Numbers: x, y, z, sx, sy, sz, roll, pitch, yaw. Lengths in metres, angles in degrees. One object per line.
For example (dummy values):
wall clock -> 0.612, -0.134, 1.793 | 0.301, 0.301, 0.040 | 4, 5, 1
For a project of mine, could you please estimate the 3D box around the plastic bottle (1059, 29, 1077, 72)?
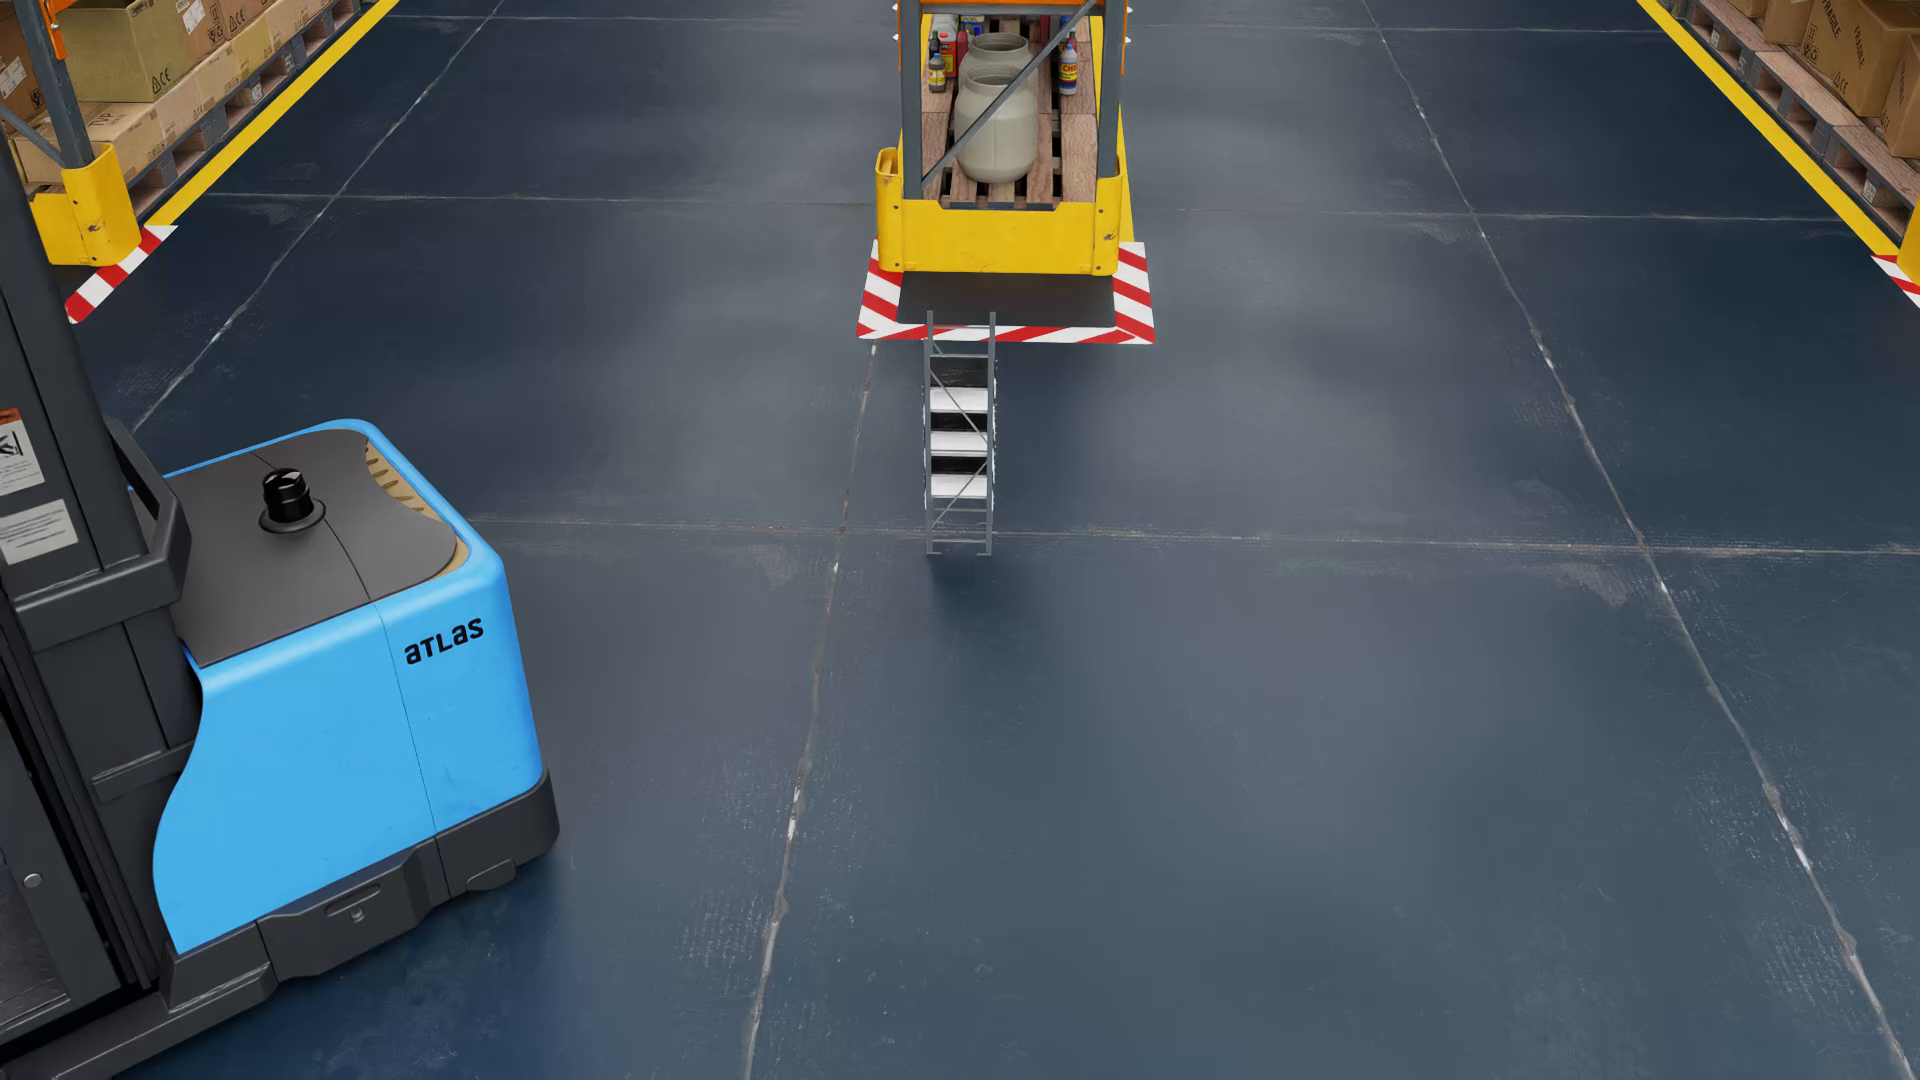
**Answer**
plastic bottle -> 0.631, -2.872, 9.718 | 0.097, 0.271, 0.097 | 0, 35, 0

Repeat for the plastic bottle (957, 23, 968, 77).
plastic bottle -> 0.013, -2.853, 9.681 | 0.061, 0.283, 0.133 | 1, 35, 2

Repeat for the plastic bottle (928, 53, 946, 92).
plastic bottle -> -0.131, -2.678, 9.502 | 0.097, 0.201, 0.097 | 0, 35, 0

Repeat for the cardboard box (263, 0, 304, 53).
cardboard box -> -4.391, -3.193, 10.210 | 0.500, 0.250, 0.500 | 1, 35, 2

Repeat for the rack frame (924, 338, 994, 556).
rack frame -> -0.004, -0.314, 5.915 | 0.240, 0.900, 0.006 | 1, 35, 2

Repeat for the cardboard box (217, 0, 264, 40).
cardboard box -> -4.410, -3.212, 9.586 | 0.500, 0.500, 0.500 | 1, 35, 2

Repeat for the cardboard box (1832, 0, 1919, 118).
cardboard box -> 5.258, -2.674, 9.254 | 0.500, 0.500, 0.500 | 4, 35, 6

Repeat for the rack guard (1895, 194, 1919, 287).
rack guard -> 5.185, -1.484, 7.926 | 1.175, 0.500, 0.348 | 1, 35, 2

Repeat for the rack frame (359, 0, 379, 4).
rack frame -> -4.556, -4.992, 10.744 | 1.000, 3.000, 0.127 | 1, 35, 2

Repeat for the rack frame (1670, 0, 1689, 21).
rack frame -> 5.343, -4.761, 10.415 | 1.000, 3.000, 0.127 | 1, 35, 2

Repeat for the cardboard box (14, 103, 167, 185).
cardboard box -> -4.472, -2.043, 8.575 | 0.500, 0.250, 0.500 | 1, 35, 2

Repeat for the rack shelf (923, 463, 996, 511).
rack shelf -> 0.000, -0.198, 6.121 | 0.258, 0.077, 0.200 | 1, 35, 2

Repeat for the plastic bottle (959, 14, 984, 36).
plastic bottle -> 0.071, -3.145, 10.103 | 0.152, 0.276, 0.135 | 1, 35, 2

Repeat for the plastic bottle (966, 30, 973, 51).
plastic bottle -> 0.037, -2.909, 9.832 | 0.097, 0.201, 0.097 | 0, 35, 0

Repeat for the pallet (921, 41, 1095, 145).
pallet -> 0.279, -2.647, 9.832 | 1.003, 0.211, 1.213 | 1, 35, 2

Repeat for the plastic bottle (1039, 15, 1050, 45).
plastic bottle -> 0.518, -3.180, 10.146 | 0.061, 0.283, 0.133 | 1, 35, 2

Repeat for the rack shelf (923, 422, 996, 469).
rack shelf -> 0.000, -0.346, 6.017 | 0.258, 0.077, 0.200 | 1, 35, 2

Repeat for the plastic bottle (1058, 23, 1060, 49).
plastic bottle -> 0.647, -3.076, 10.069 | 0.097, 0.201, 0.097 | 0, 35, 0

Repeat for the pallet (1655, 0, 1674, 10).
pallet -> 5.372, -4.067, 11.854 | 1.003, 0.211, 1.213 | 1, 35, 2

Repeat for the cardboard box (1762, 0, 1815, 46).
cardboard box -> 5.271, -3.352, 10.219 | 0.500, 0.500, 0.500 | 12, 37, 17

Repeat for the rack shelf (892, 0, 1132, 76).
rack shelf -> 0.313, -3.432, 9.150 | 1.077, 0.370, 4.000 | 1, 35, 2

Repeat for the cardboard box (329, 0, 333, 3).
cardboard box -> -4.356, -3.767, 11.028 | 0.500, 0.250, 0.500 | 1, 35, 2

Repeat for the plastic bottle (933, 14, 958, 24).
plastic bottle -> -0.086, -3.058, 9.913 | 0.144, 0.351, 0.185 | 3, 35, 4

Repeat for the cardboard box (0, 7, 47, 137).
cardboard box -> -4.992, -2.362, 8.377 | 0.500, 0.500, 0.500 | 1, 35, 2

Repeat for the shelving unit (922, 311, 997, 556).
shelving unit -> 0.000, -0.373, 5.998 | 0.258, 0.900, 0.210 | 1, 35, 2

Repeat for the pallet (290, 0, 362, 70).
pallet -> -4.629, -3.395, 10.897 | 1.003, 0.211, 1.213 | 1, 35, 2

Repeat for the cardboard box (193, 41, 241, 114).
cardboard box -> -4.436, -2.618, 9.393 | 0.500, 0.250, 0.500 | 1, 35, 2

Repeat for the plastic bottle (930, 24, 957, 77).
plastic bottle -> -0.094, -2.852, 9.686 | 0.152, 0.276, 0.135 | 2, 35, 2

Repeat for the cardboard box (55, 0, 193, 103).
cardboard box -> -4.454, -2.638, 8.768 | 0.500, 0.500, 0.500 | 1, 35, 2

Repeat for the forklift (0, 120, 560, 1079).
forklift -> -2.652, 0.037, 3.648 | 3.031, 2.935, 1.130 | -24, 42, -30

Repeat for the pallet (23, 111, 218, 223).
pallet -> -4.727, -1.993, 8.902 | 1.003, 0.211, 1.213 | 1, 35, 2

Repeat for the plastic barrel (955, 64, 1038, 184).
plastic barrel -> 0.183, -2.111, 8.443 | 0.421, 0.512, 0.421 | 0, 35, 0

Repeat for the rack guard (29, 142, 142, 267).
rack guard -> -4.717, -1.657, 8.173 | 1.175, 0.500, 0.348 | 1, 35, 2

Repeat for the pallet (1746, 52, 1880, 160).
pallet -> 5.305, -2.531, 9.667 | 1.003, 0.211, 1.213 | 1, 35, 2

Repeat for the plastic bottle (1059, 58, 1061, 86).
plastic bottle -> 0.621, -2.706, 9.543 | 0.097, 0.201, 0.097 | 0, 35, 0

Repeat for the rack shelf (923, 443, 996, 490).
rack shelf -> 0.000, -0.272, 6.069 | 0.258, 0.077, 0.200 | 1, 35, 2
